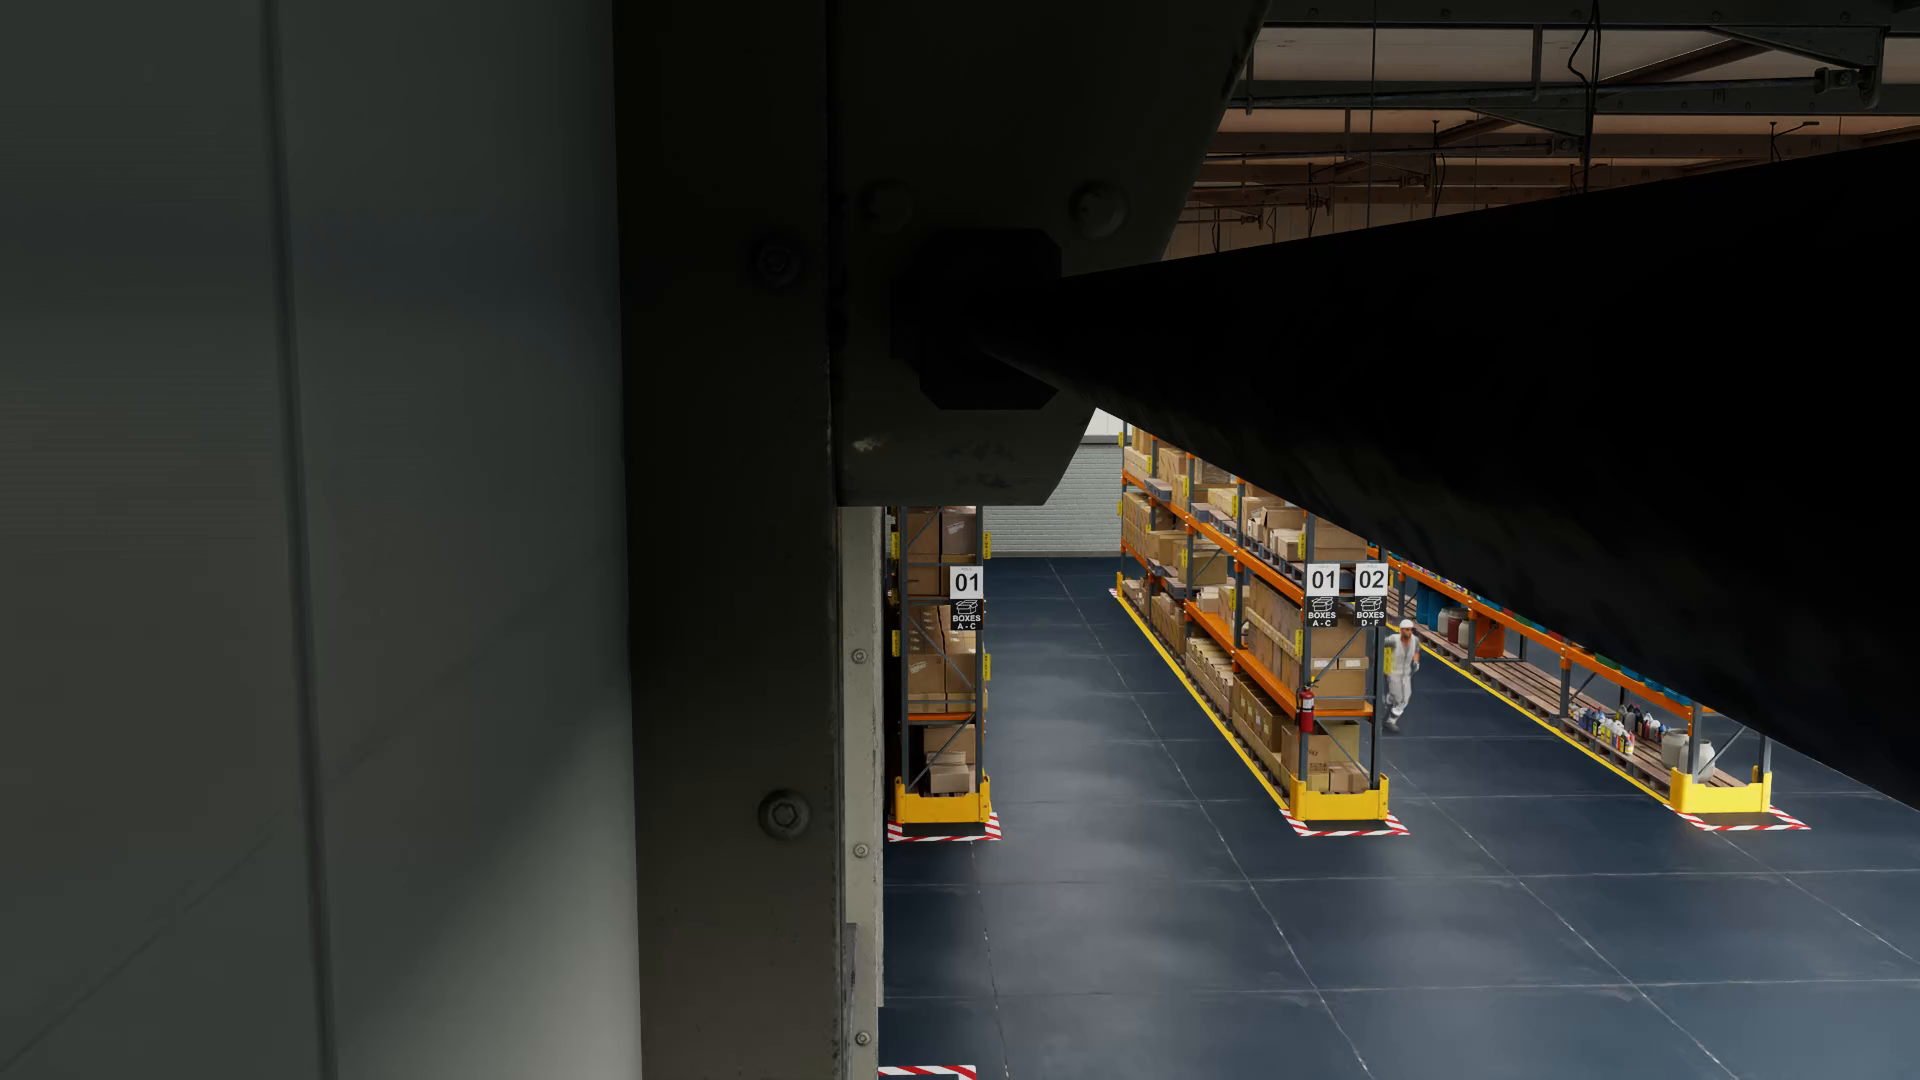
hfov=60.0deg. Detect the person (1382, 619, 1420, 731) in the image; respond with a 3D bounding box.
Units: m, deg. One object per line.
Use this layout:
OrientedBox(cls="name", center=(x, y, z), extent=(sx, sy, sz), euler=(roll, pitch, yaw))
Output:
OrientedBox(cls="person", center=(6.563, 1.997, 24.894), extent=(0.628, 1.709, 0.717), euler=(-3, 9, -23))
